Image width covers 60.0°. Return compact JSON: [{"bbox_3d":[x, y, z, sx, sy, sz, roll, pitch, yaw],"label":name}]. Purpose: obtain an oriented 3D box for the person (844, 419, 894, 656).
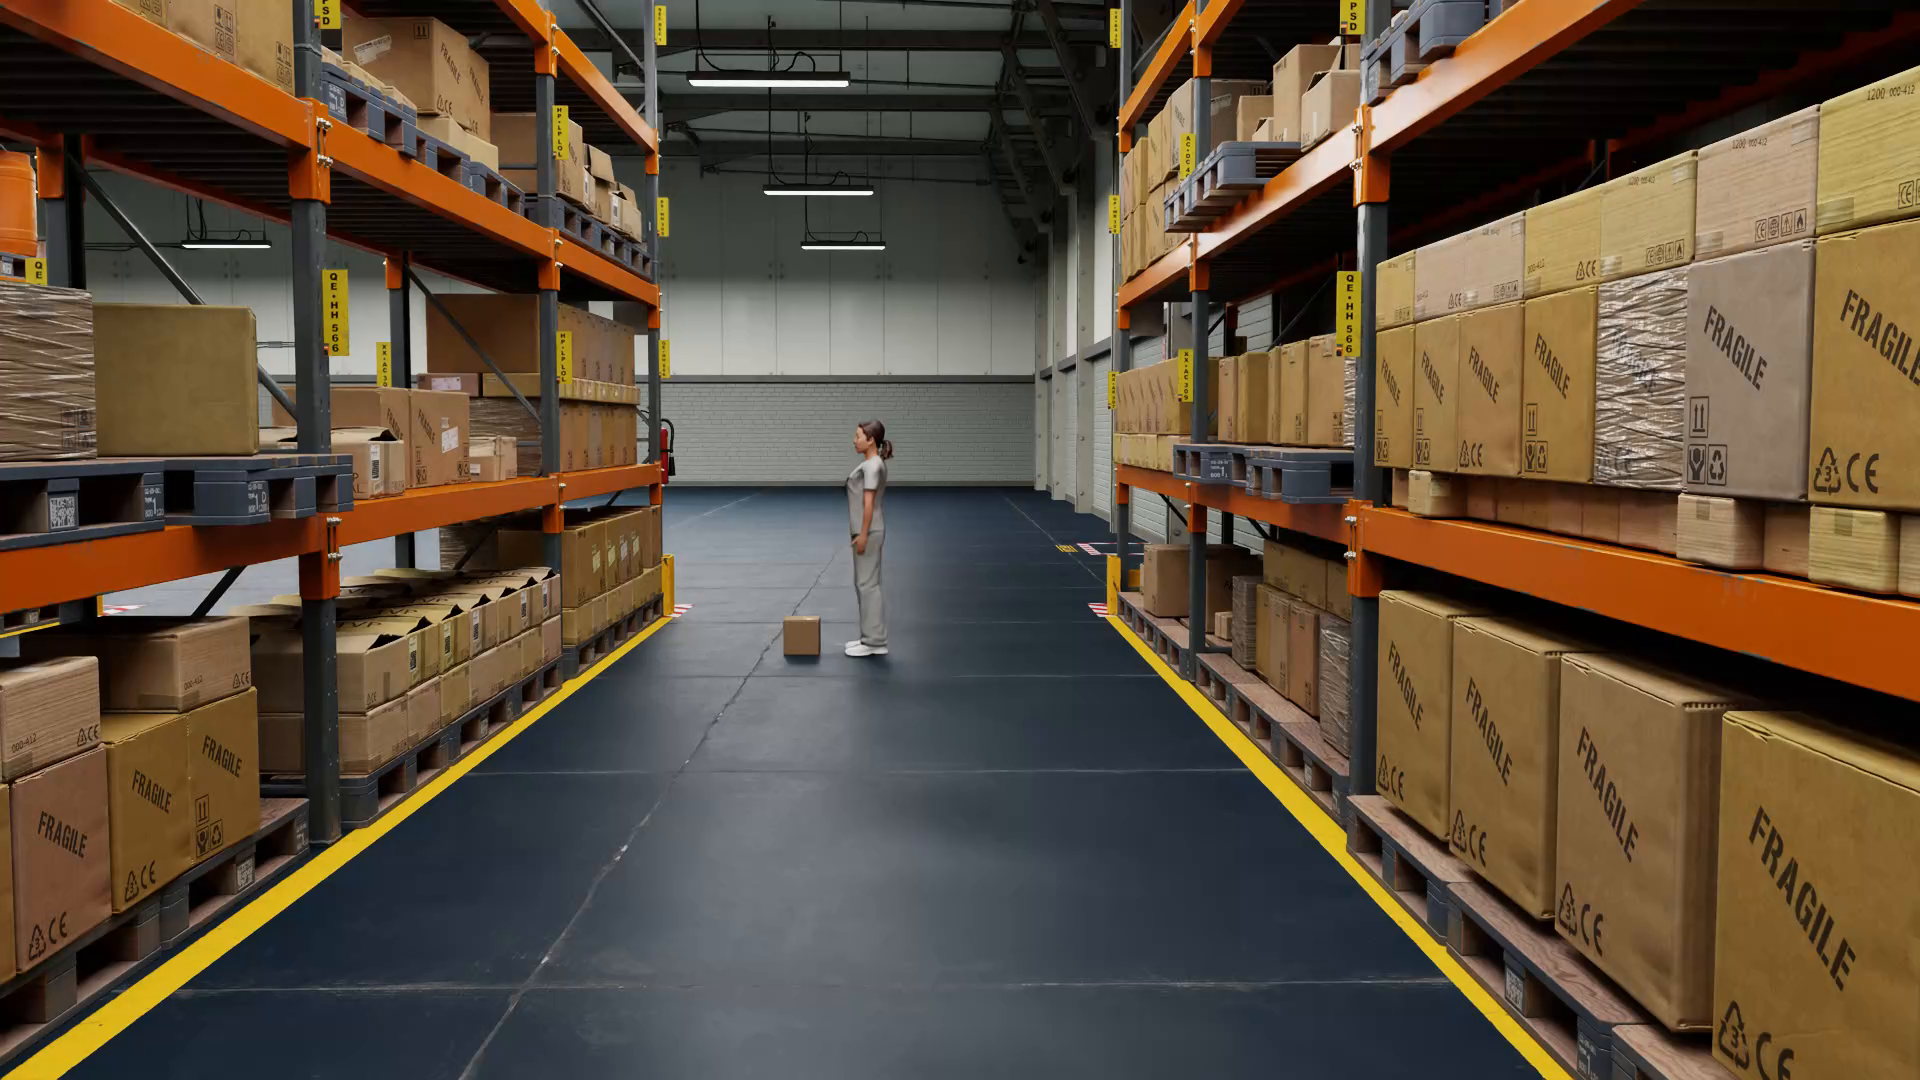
[{"bbox_3d":[-0.646,-0.021,11.858,0.360,1.674,0.442,0,4,0],"label":"person"}]
